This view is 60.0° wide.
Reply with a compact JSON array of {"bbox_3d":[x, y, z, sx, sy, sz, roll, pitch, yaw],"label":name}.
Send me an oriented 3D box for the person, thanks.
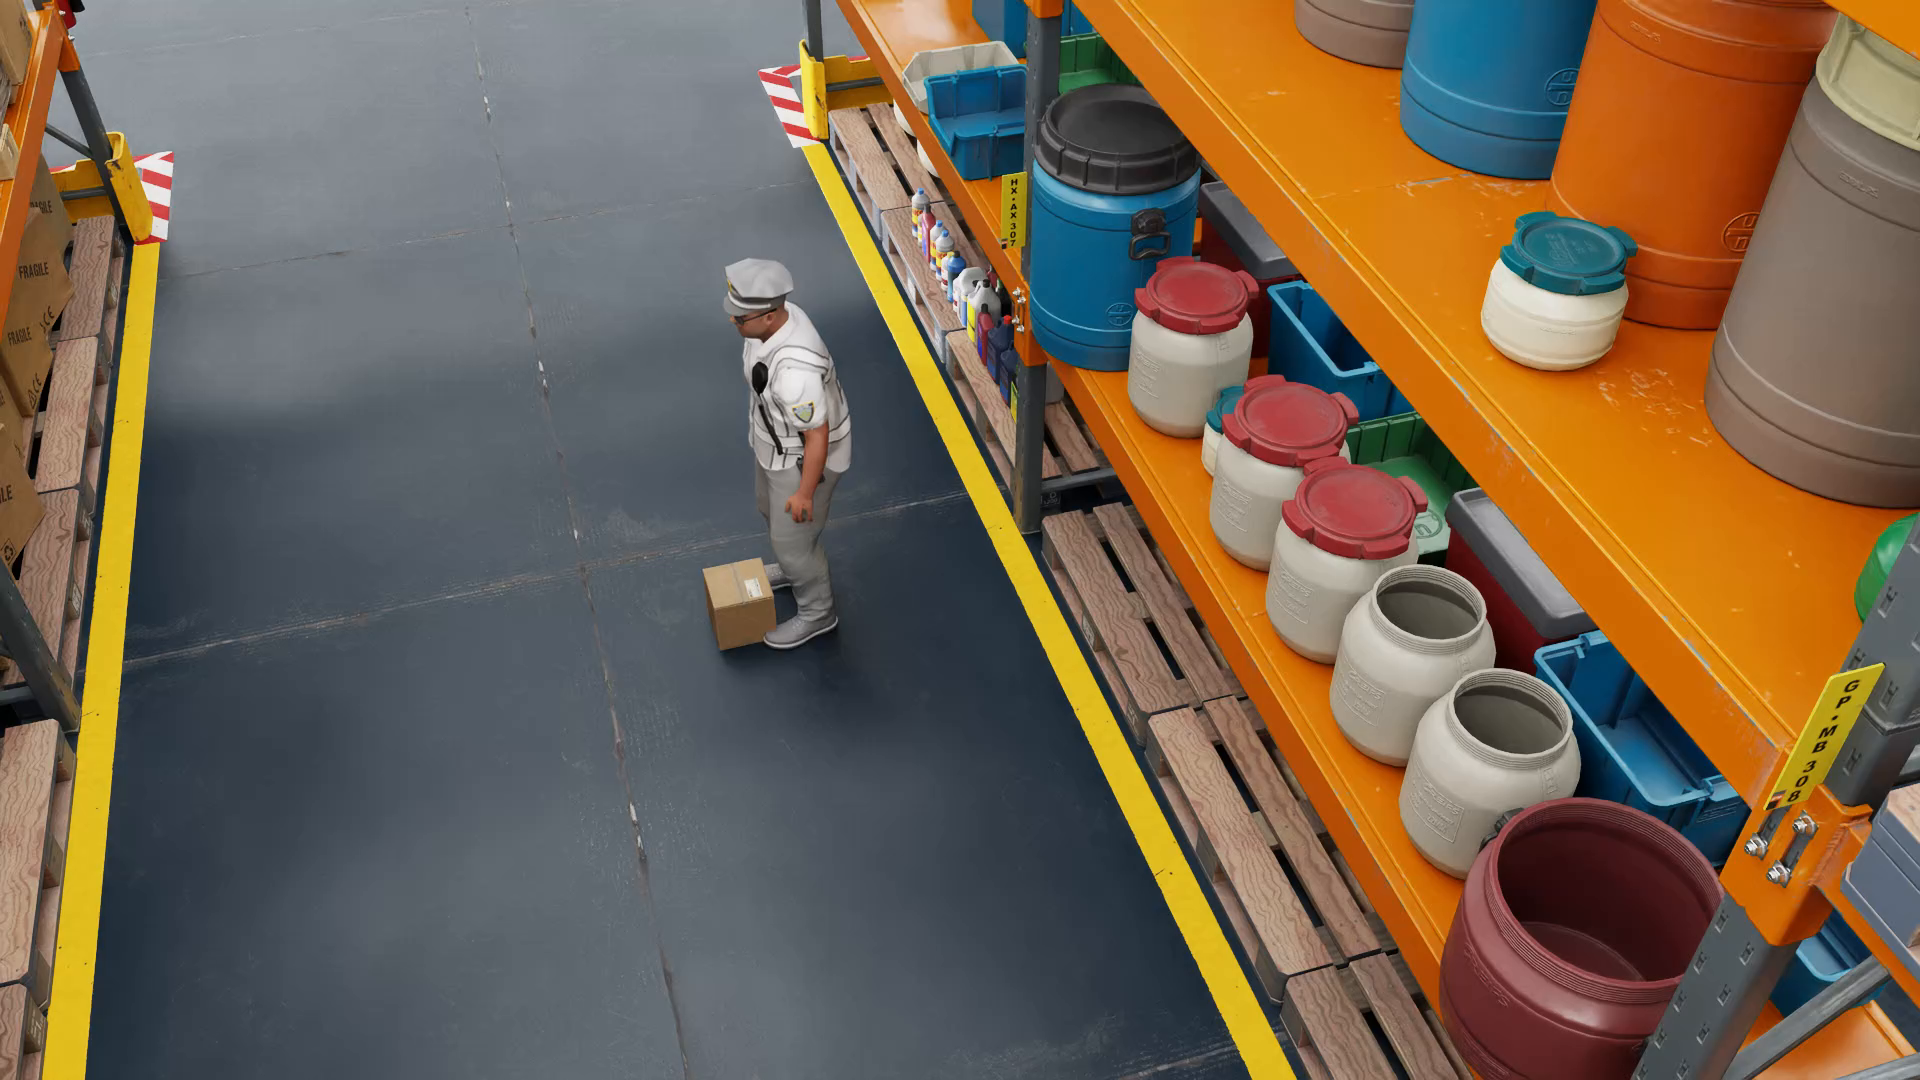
[{"bbox_3d":[-0.661,-0.354,6.548,0.438,1.747,0.583,-12,43,-13],"label":"person"}]
